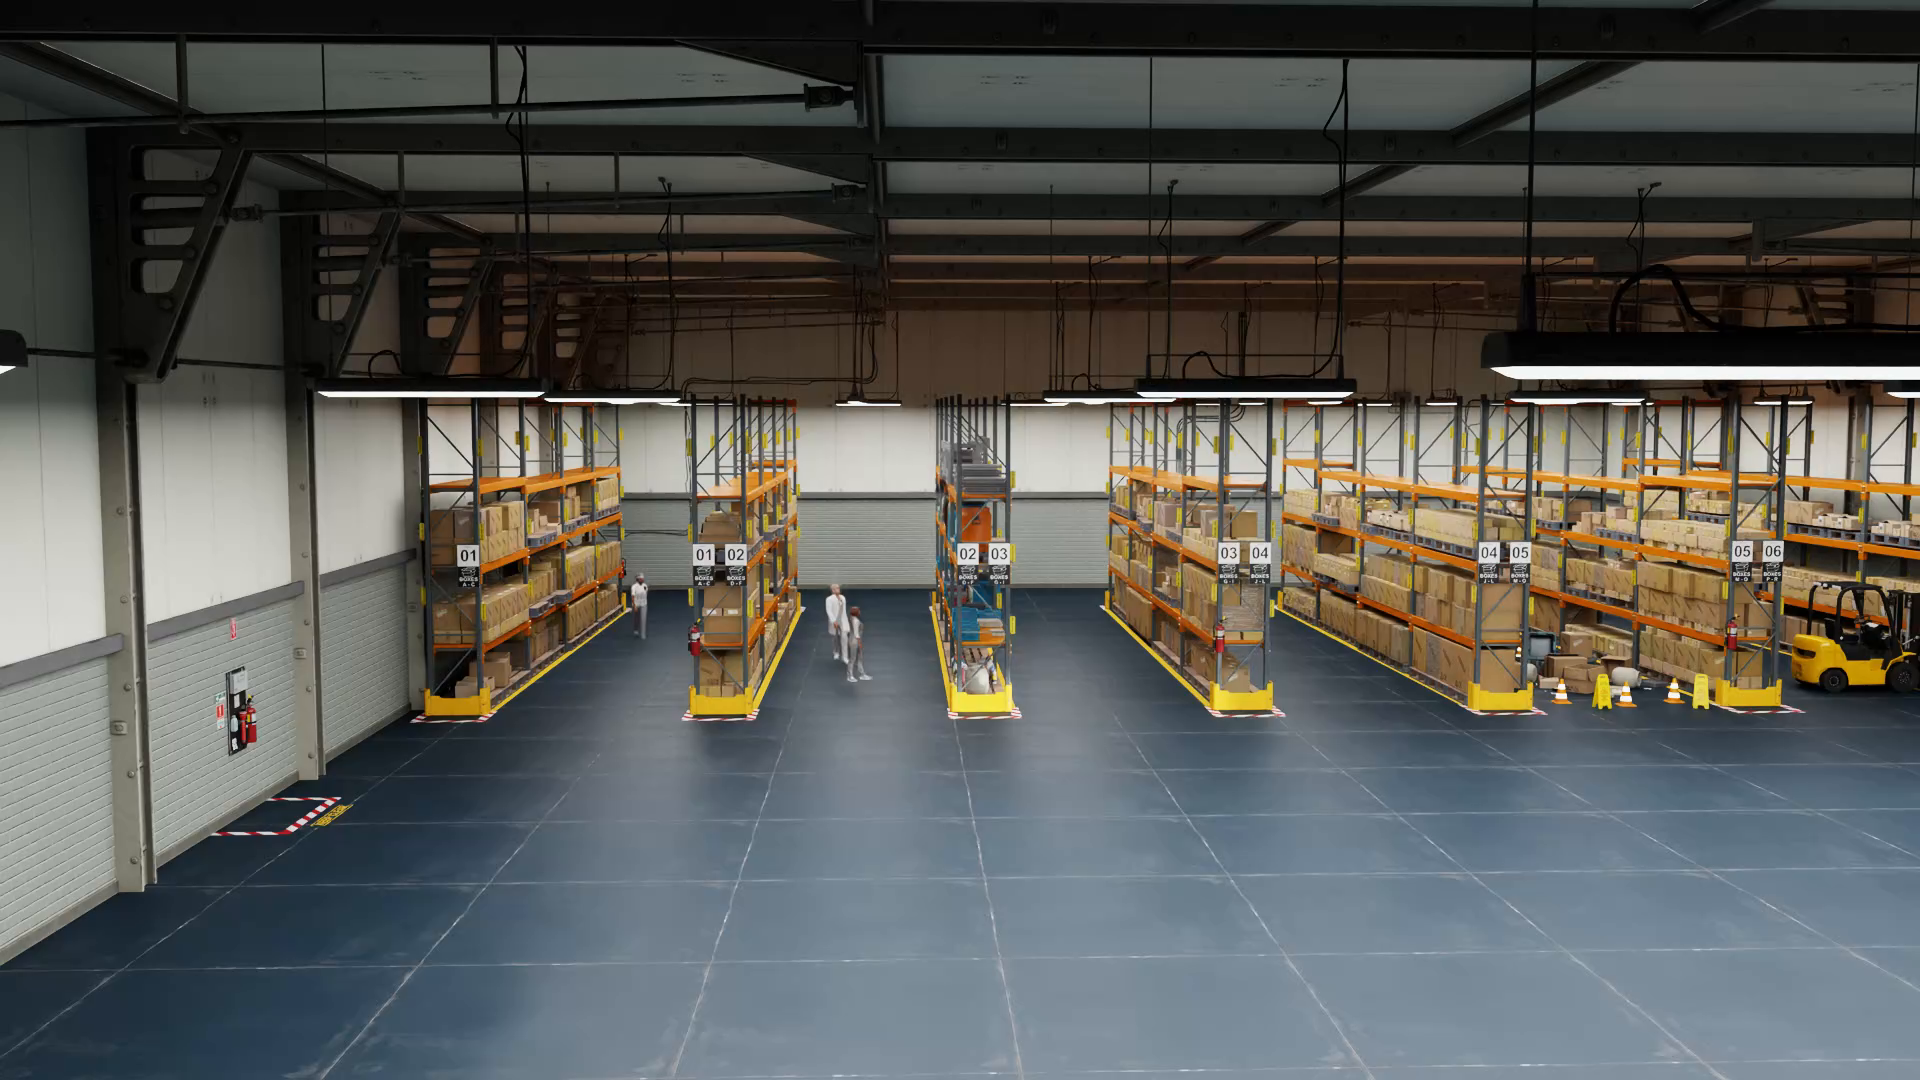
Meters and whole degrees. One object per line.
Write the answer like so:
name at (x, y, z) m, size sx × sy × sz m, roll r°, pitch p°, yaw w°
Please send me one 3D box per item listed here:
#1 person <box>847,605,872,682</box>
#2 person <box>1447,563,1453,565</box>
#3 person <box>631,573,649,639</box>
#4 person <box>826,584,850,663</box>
person at (-2.120, 2.162, 34.728) m, size 0.510 × 1.578 × 0.468 m, roll 0°, pitch 5°, yaw 4°
person at (13.020, 1.371, 44.183) m, size 0.467 × 1.772 × 0.563 m, roll 1°, pitch 5°, yaw 9°
person at (-7.979, 1.634, 41.474) m, size 0.429 × 1.644 × 0.939 m, roll -1°, pitch 5°, yaw -12°
person at (-2.738, 1.854, 37.298) m, size 0.540 × 1.717 × 1.098 m, roll 0°, pitch 5°, yaw -6°
